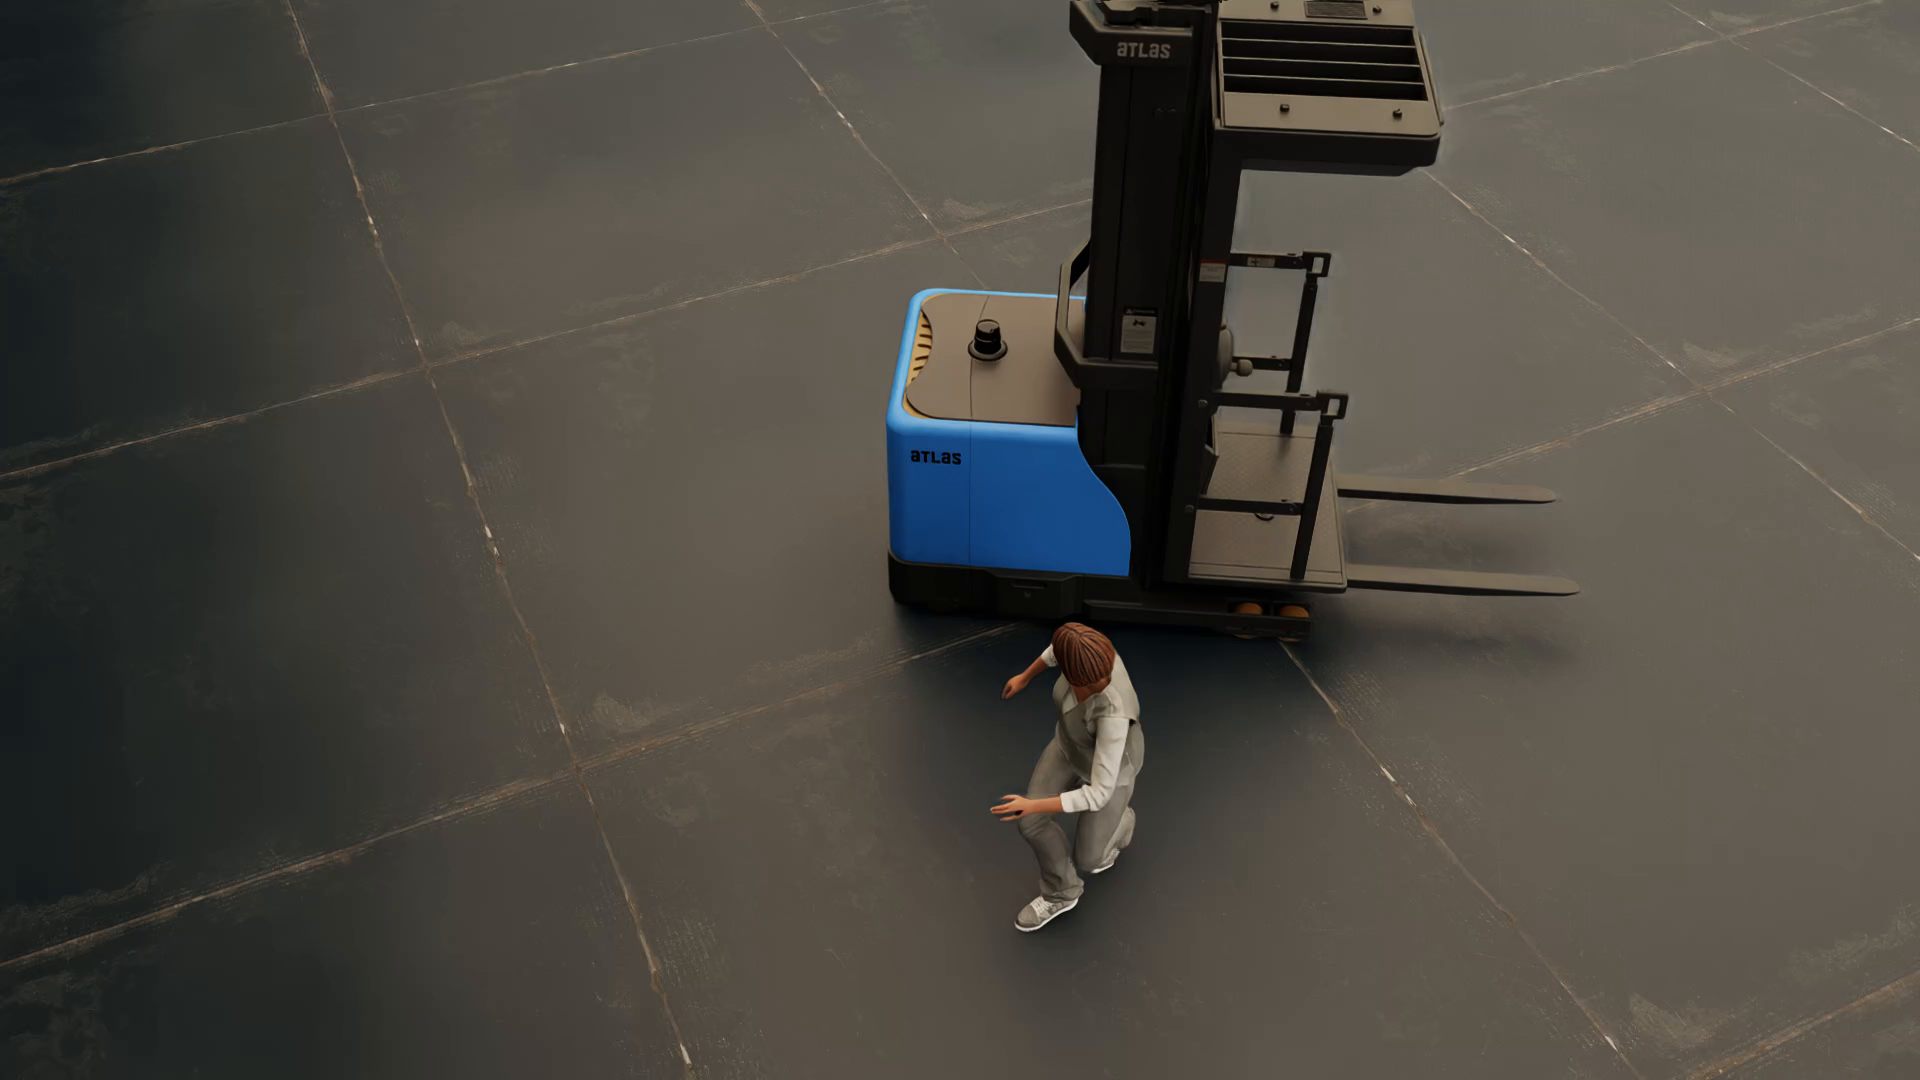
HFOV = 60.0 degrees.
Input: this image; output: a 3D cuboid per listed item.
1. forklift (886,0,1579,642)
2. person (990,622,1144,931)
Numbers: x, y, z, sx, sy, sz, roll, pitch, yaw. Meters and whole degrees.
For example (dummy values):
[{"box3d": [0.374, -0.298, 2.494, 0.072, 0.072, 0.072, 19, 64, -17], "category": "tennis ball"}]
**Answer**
[{"box3d": [1.229, -1.004, 6.756, 3.031, 2.935, 1.130, 4, 43, 4], "category": "forklift"}, {"box3d": [0.337, 0.791, 5.915, 0.770, 1.474, 0.745, -25, 48, -24], "category": "person"}]
